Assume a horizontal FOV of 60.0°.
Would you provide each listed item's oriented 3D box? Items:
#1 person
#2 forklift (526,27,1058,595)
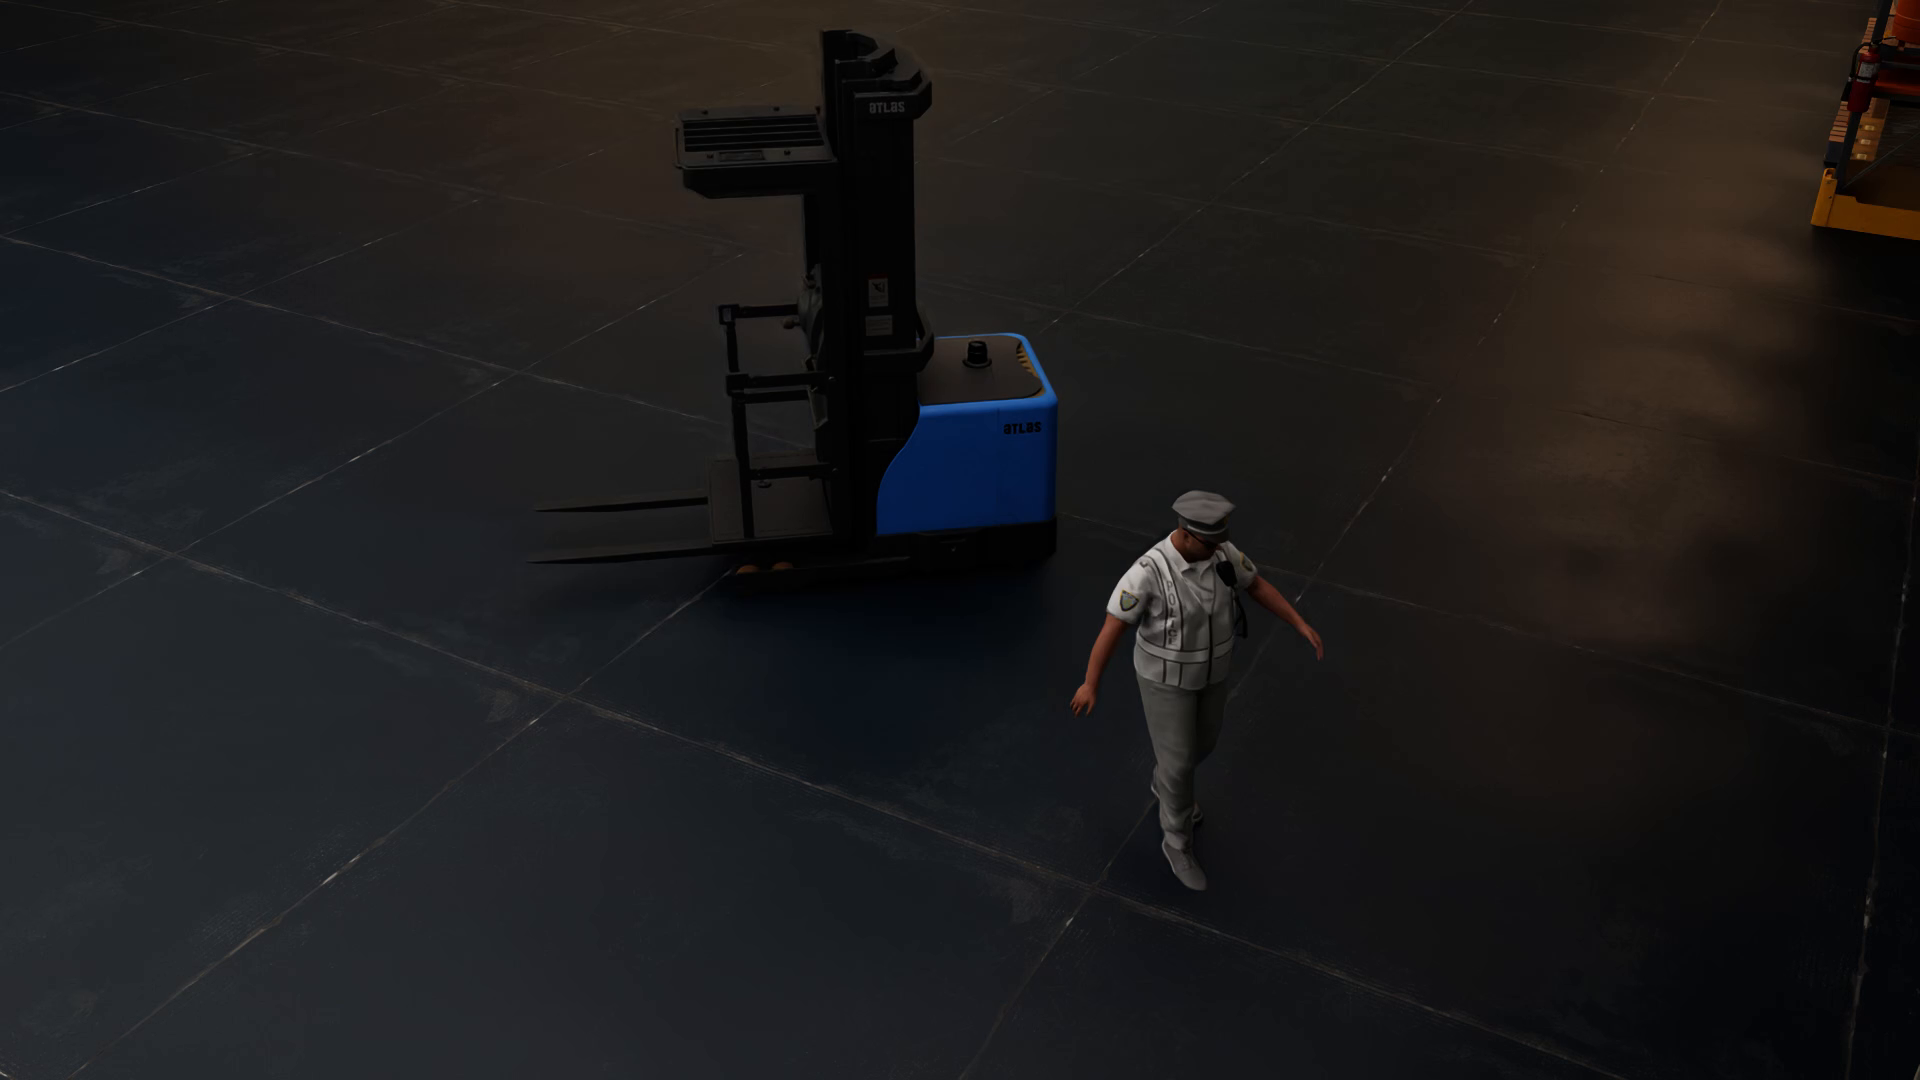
[{"bbox_3d":[1.004,0.638,7.223,1.011,1.756,0.701,-16,33,-25],"label":"person"},{"bbox_3d":[-1.001,-1.244,9.226,3.031,2.935,1.130,-5,30,-8],"label":"forklift"}]
